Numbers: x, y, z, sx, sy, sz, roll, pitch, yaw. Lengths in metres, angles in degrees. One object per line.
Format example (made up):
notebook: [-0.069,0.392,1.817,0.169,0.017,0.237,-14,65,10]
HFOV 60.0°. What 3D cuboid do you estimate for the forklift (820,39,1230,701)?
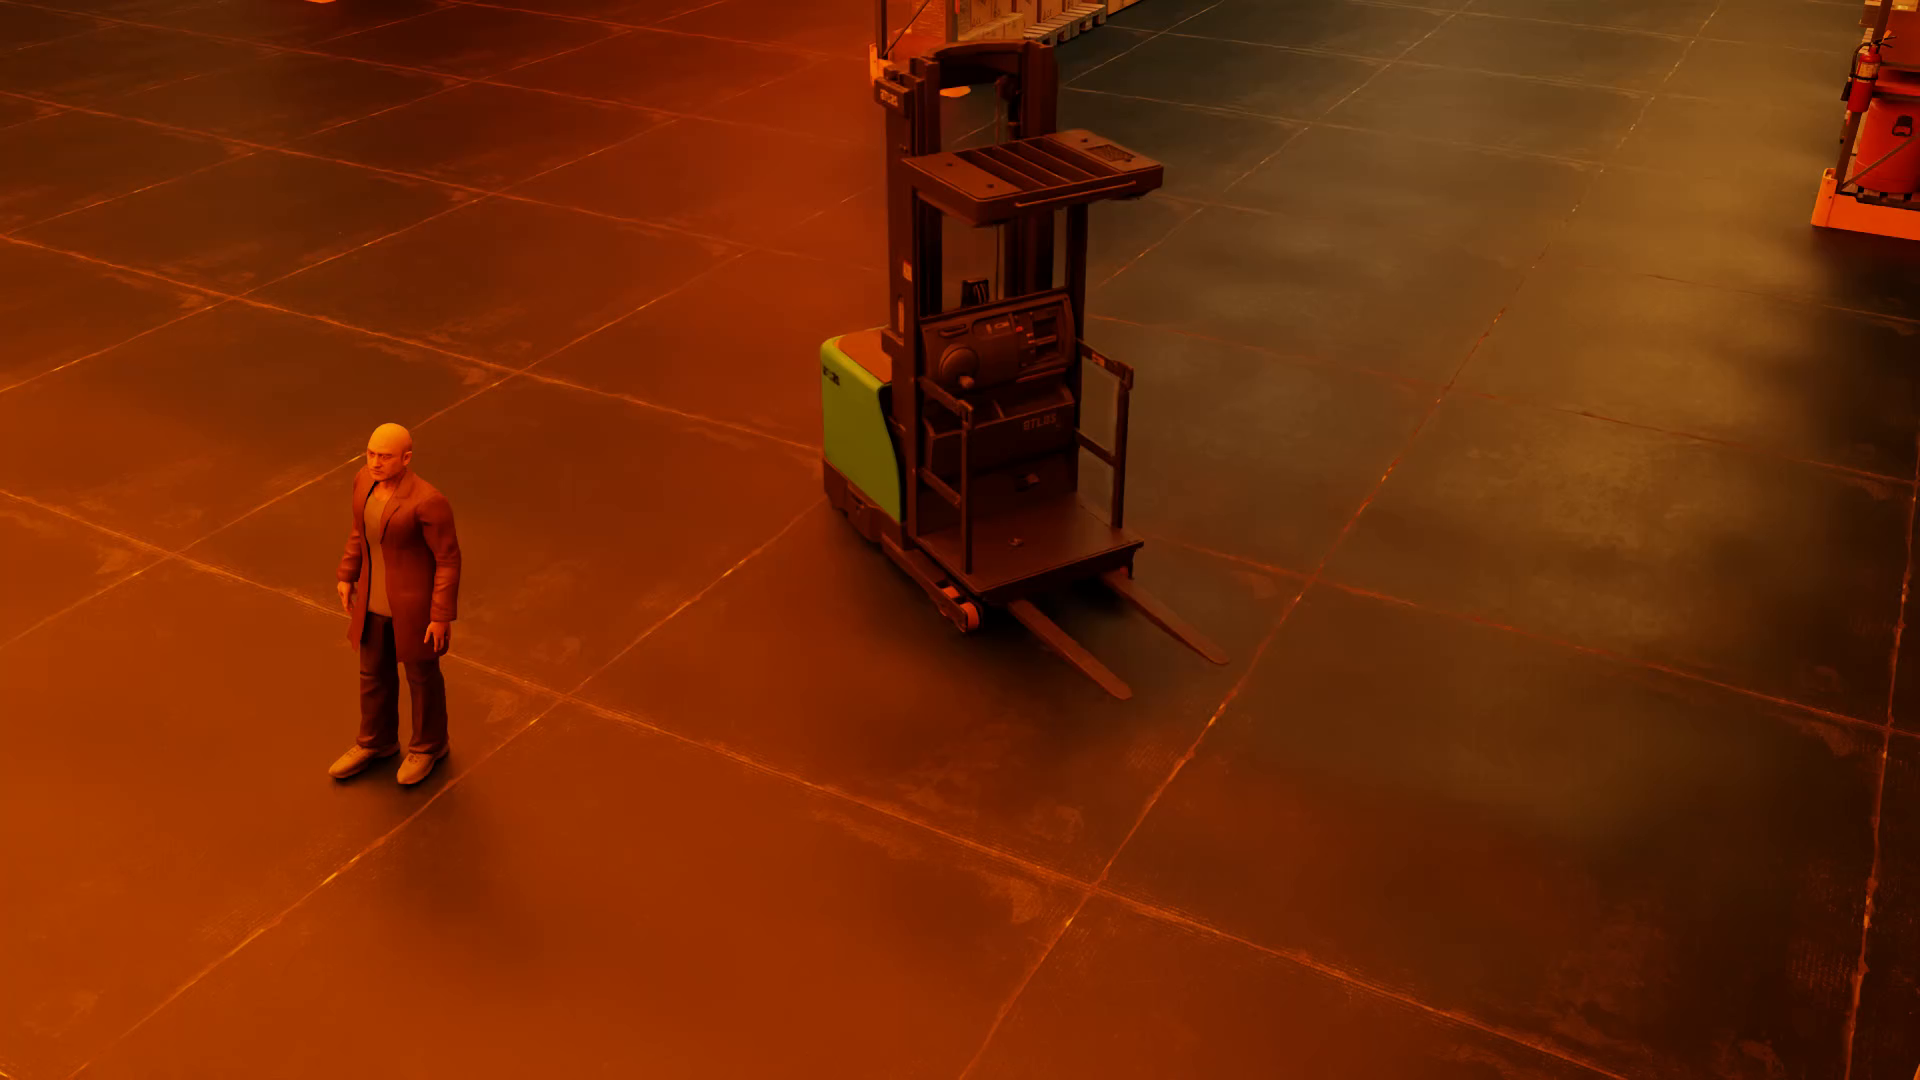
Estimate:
forklift: [0.325,-1.024,8.845,1.130,2.935,3.031,-16,34,-26]

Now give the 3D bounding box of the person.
person: [-2.634,0.326,7.644,0.695,1.776,0.582,15,33,24]
